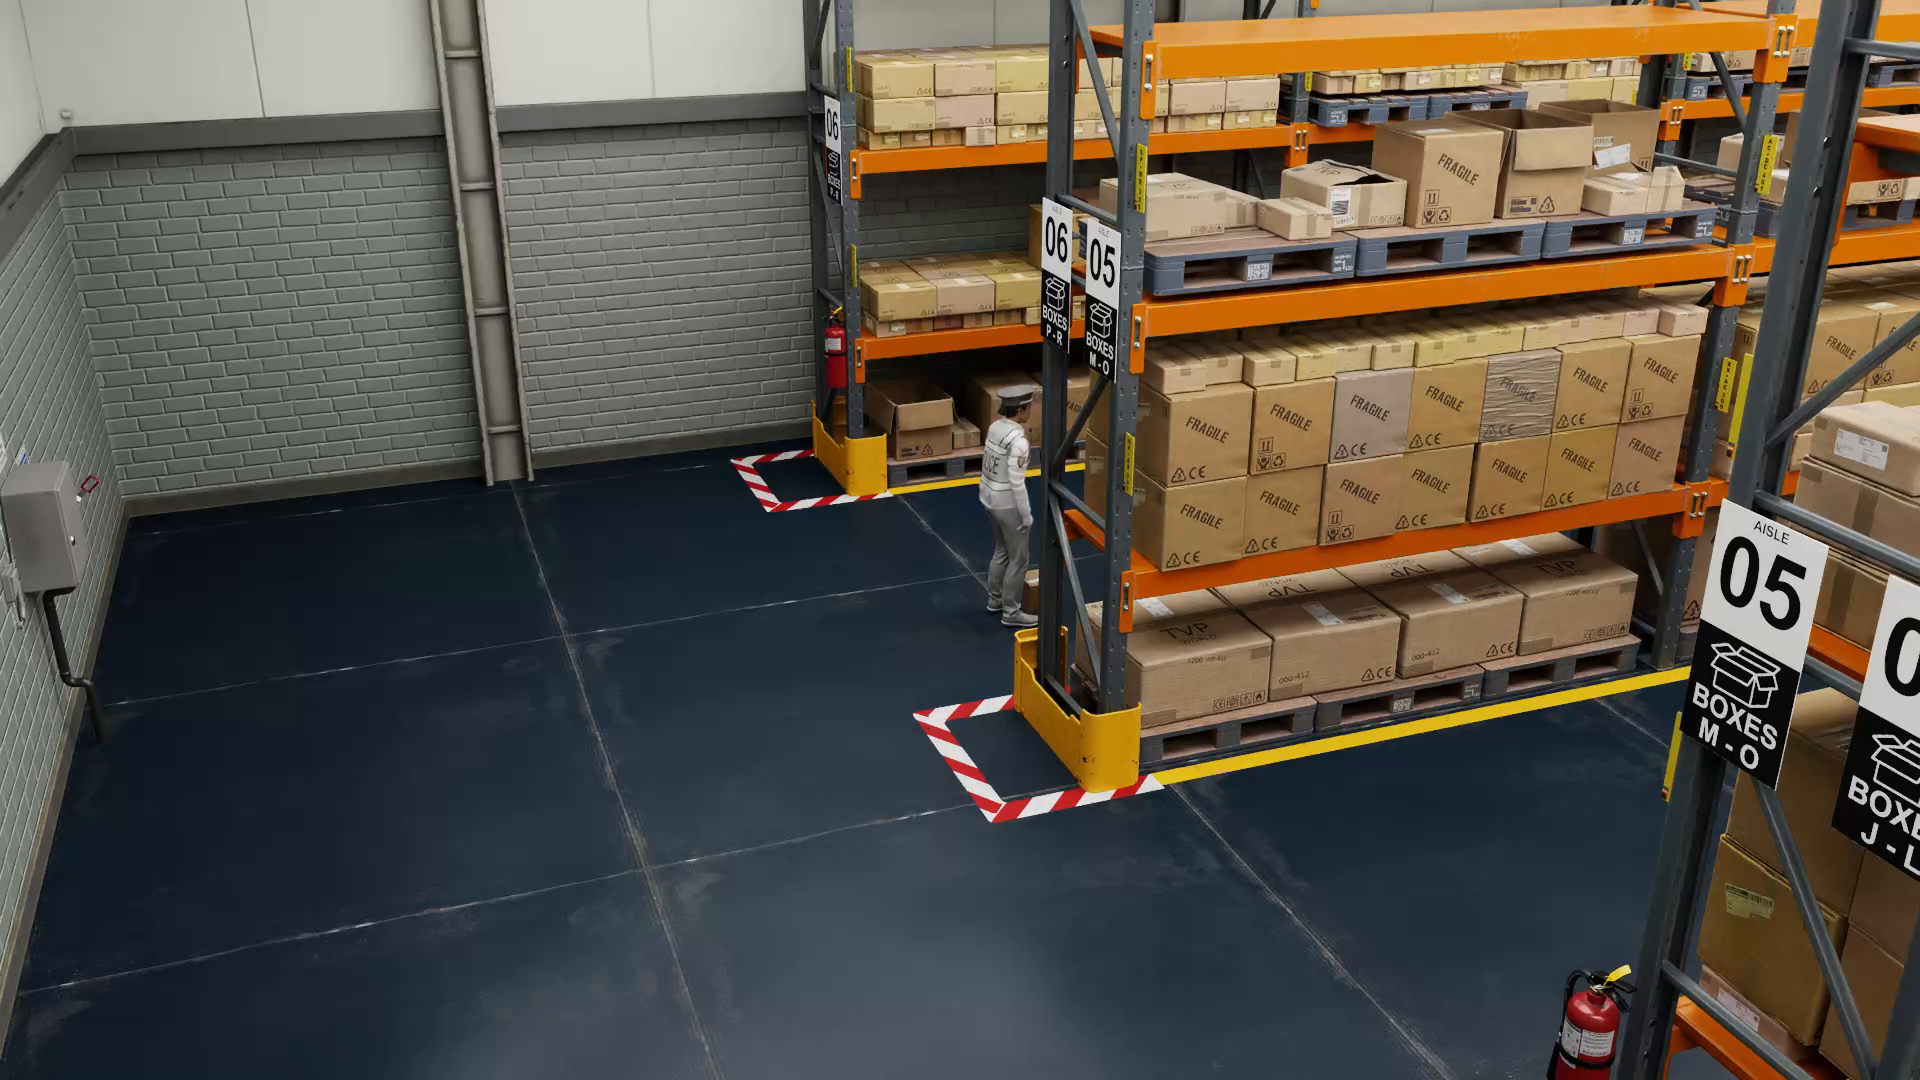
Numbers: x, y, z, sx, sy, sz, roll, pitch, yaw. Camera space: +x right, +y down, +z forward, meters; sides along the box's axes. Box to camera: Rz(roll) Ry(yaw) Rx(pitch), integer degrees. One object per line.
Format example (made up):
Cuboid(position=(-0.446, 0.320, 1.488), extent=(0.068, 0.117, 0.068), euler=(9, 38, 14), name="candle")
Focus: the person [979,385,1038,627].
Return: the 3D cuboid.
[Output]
Cuboid(position=(0.335, -0.240, 11.385), extent=(0.371, 1.663, 0.528), euler=(-9, 24, -21), name="person")
